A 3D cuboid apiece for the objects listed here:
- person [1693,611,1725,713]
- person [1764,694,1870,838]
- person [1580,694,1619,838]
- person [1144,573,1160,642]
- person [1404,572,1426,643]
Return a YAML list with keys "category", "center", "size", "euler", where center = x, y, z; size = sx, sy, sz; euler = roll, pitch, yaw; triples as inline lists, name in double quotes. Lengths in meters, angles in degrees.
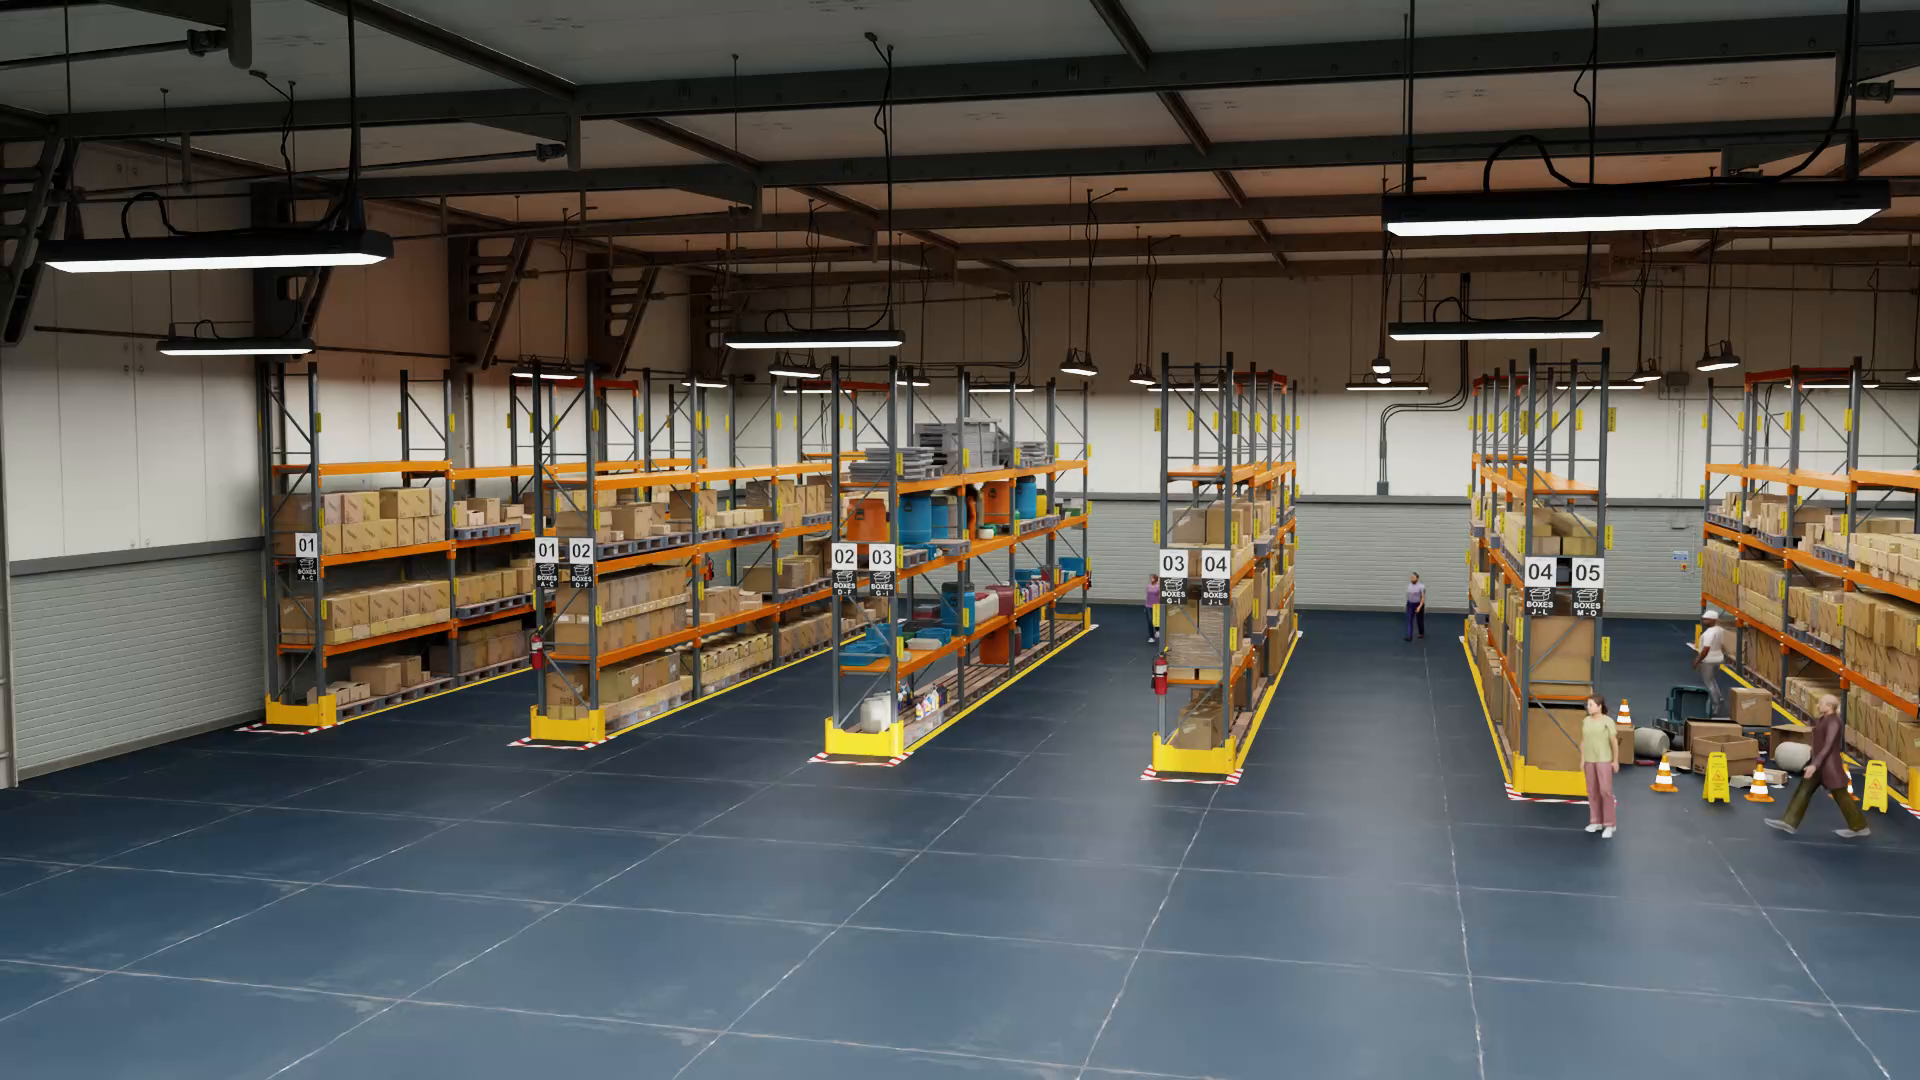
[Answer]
- category: "person"
  center: [12.921, 2.089, 28.669]
  size: [0.611, 1.762, 0.495]
  euler: [-2, 4, -21]
- category: "person"
  center: [10.371, 2.714, 20.020]
  size: [1.099, 1.728, 0.564]
  euler: [0, 4, 3]
- category: "person"
  center: [7.810, 2.756, 20.353]
  size: [0.392, 1.691, 0.541]
  euler: [-3, 5, -34]
- category: "person"
  center: [4.431, 1.535, 38.011]
  size: [0.435, 1.558, 0.703]
  euler: [1, 4, 9]
- category: "person"
  center: [10.378, 1.540, 37.940]
  size: [0.479, 1.577, 1.045]
  euler: [2, 4, 25]
